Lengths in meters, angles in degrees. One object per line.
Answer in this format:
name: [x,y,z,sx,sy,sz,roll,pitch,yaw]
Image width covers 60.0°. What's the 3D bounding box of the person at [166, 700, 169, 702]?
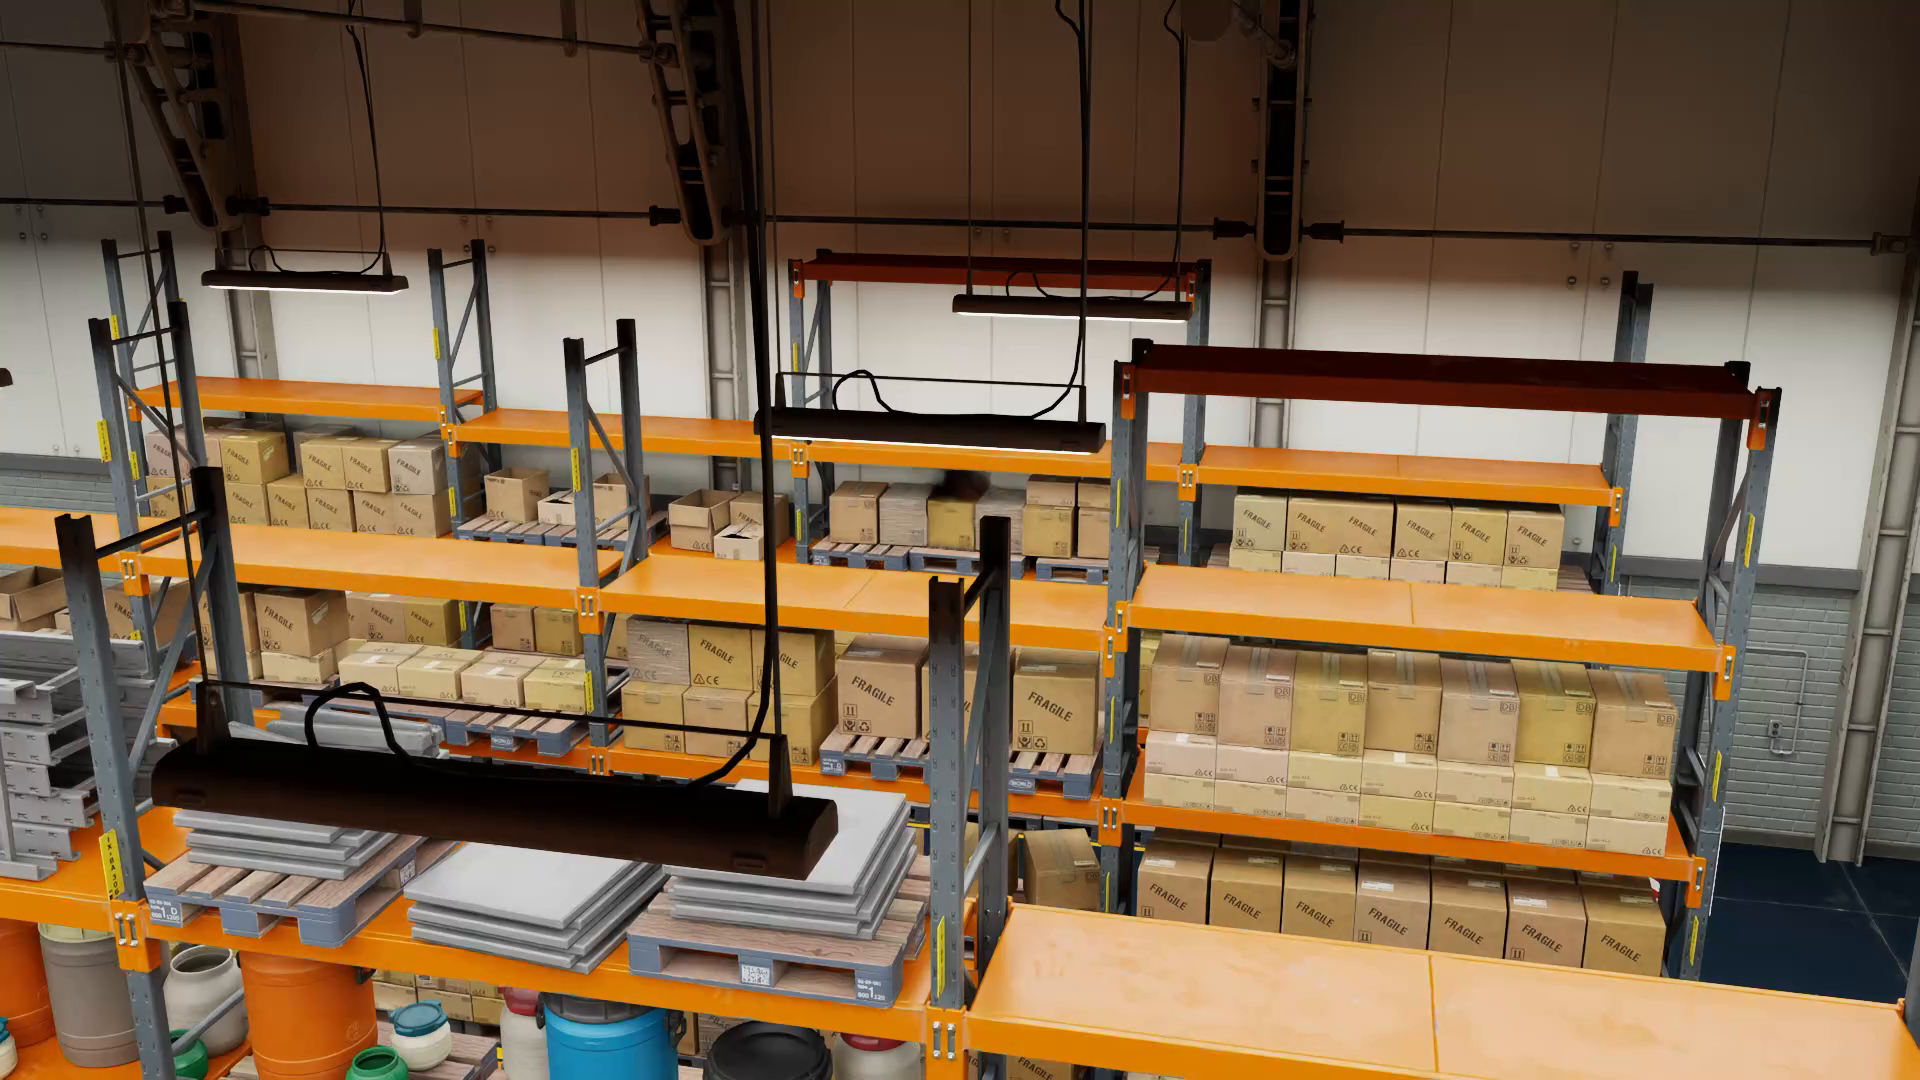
person: [-8.332,2.268,17.416,0.537,1.765,0.525,-15,22,-42]
